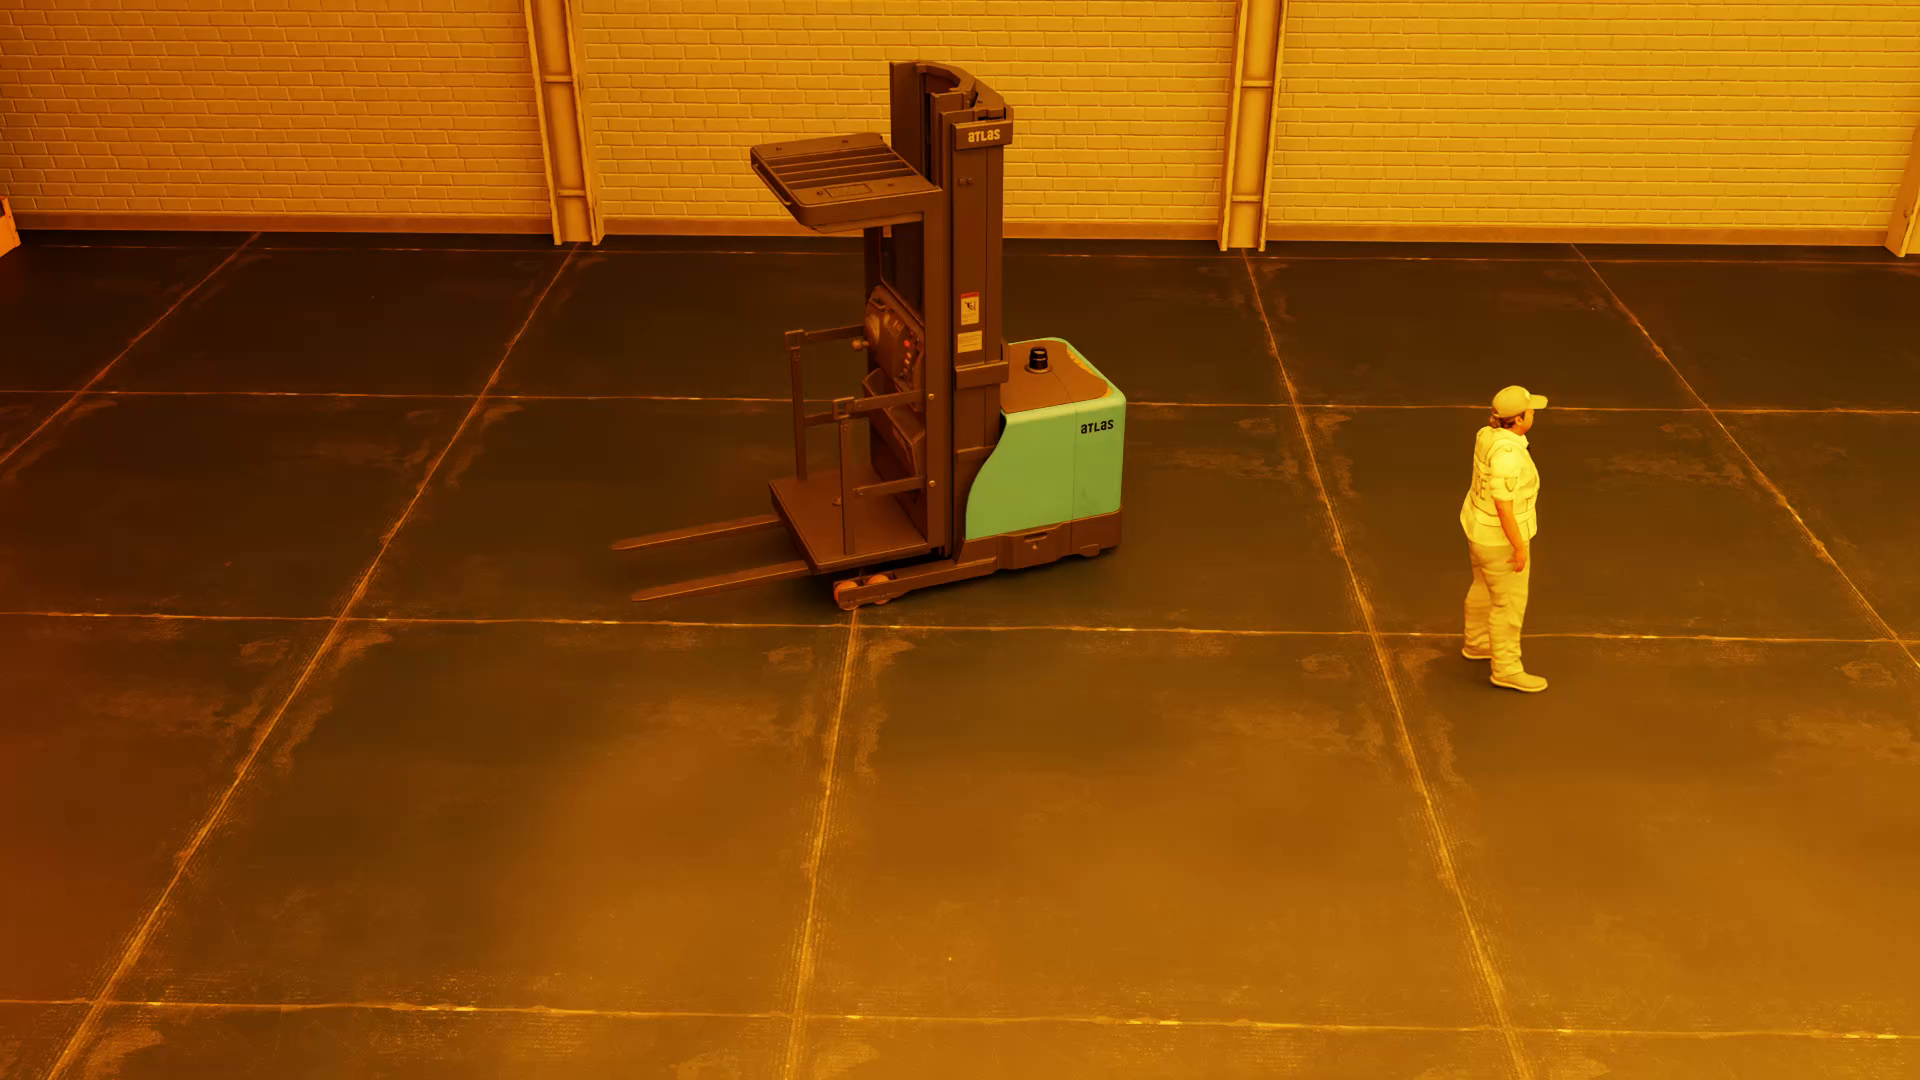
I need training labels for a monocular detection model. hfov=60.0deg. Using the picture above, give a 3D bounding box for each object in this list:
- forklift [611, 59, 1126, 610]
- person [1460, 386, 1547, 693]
[{"bbox_3d":[-0.569,-1.153,9.570,3.031,2.935,1.130,-11,32,-18],"label":"forklift"},{"bbox_3d":[2.962,-0.033,8.905,0.523,1.672,0.590,1,31,1],"label":"person"}]
